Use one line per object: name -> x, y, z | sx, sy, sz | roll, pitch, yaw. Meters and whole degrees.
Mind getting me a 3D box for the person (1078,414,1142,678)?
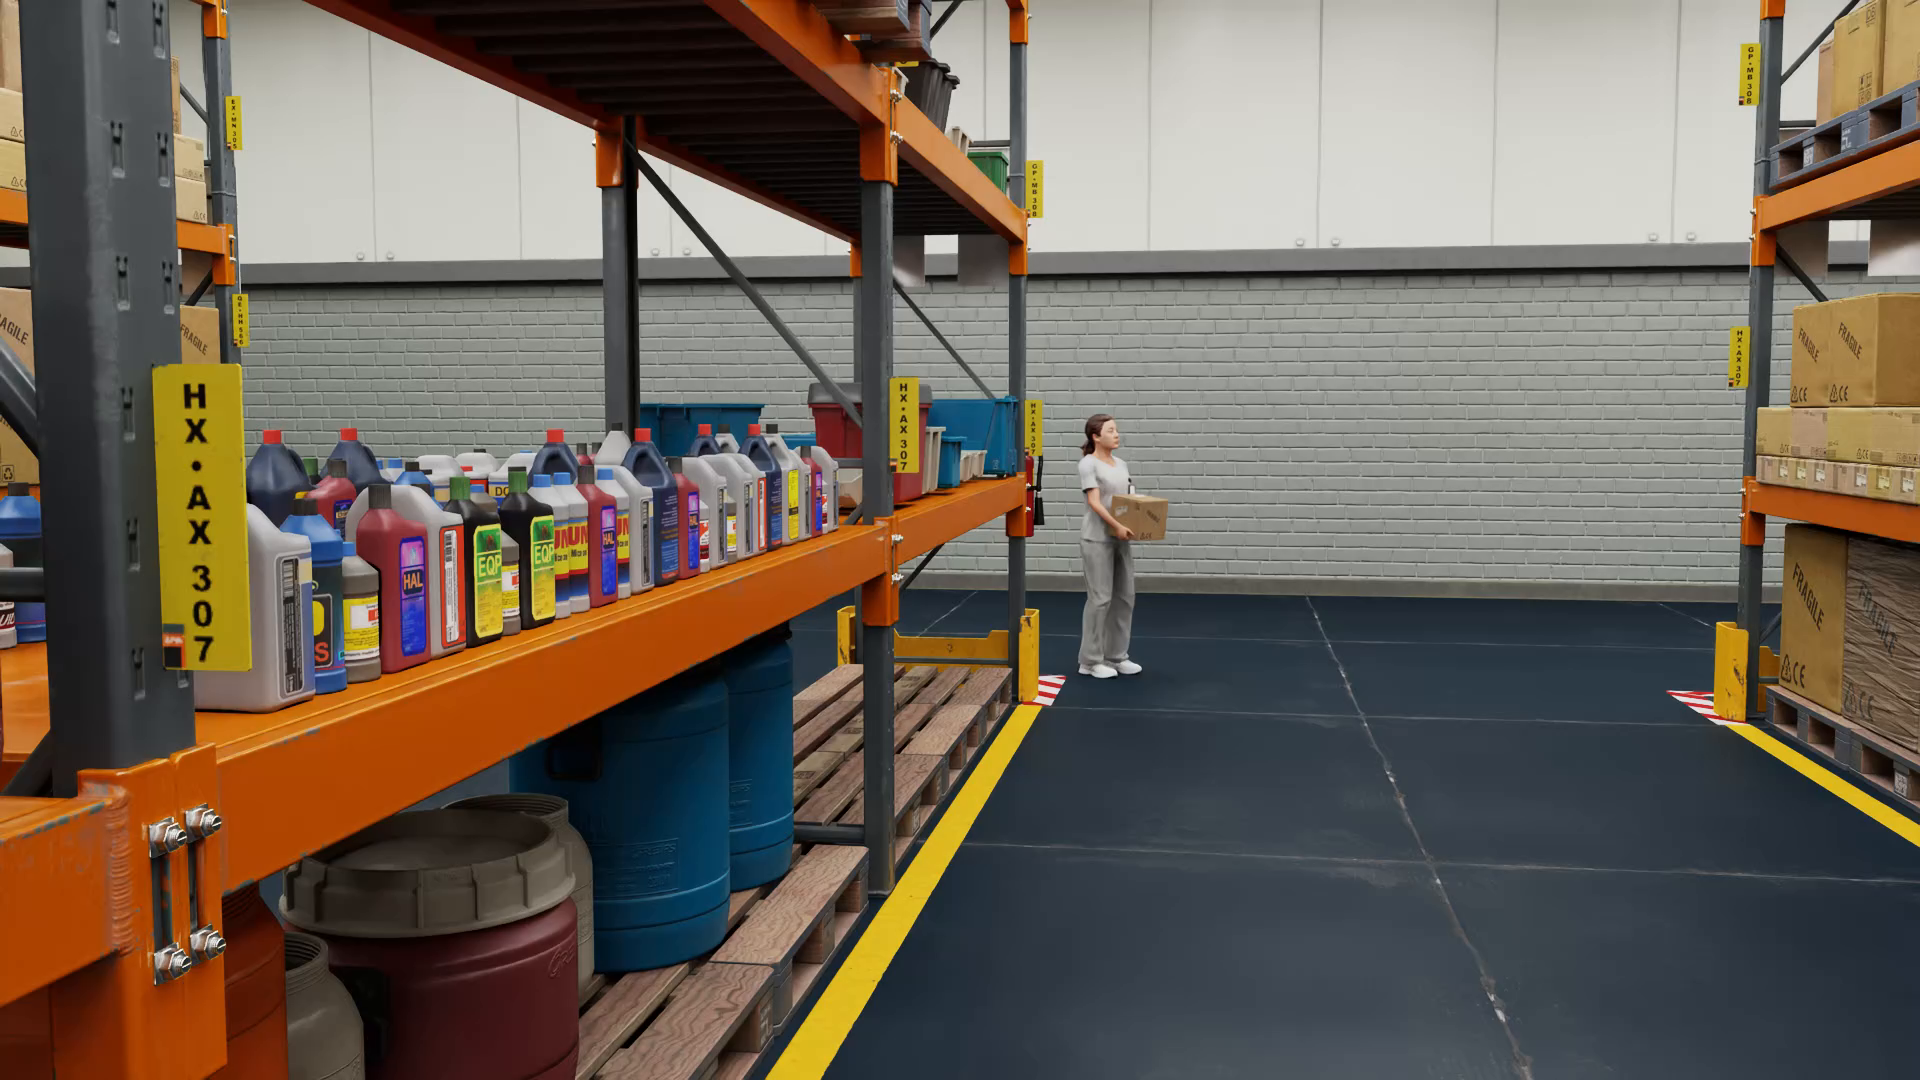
person -> 0.985, 0.032, 10.538 | 0.436, 1.663, 0.548 | -4, 6, -43
